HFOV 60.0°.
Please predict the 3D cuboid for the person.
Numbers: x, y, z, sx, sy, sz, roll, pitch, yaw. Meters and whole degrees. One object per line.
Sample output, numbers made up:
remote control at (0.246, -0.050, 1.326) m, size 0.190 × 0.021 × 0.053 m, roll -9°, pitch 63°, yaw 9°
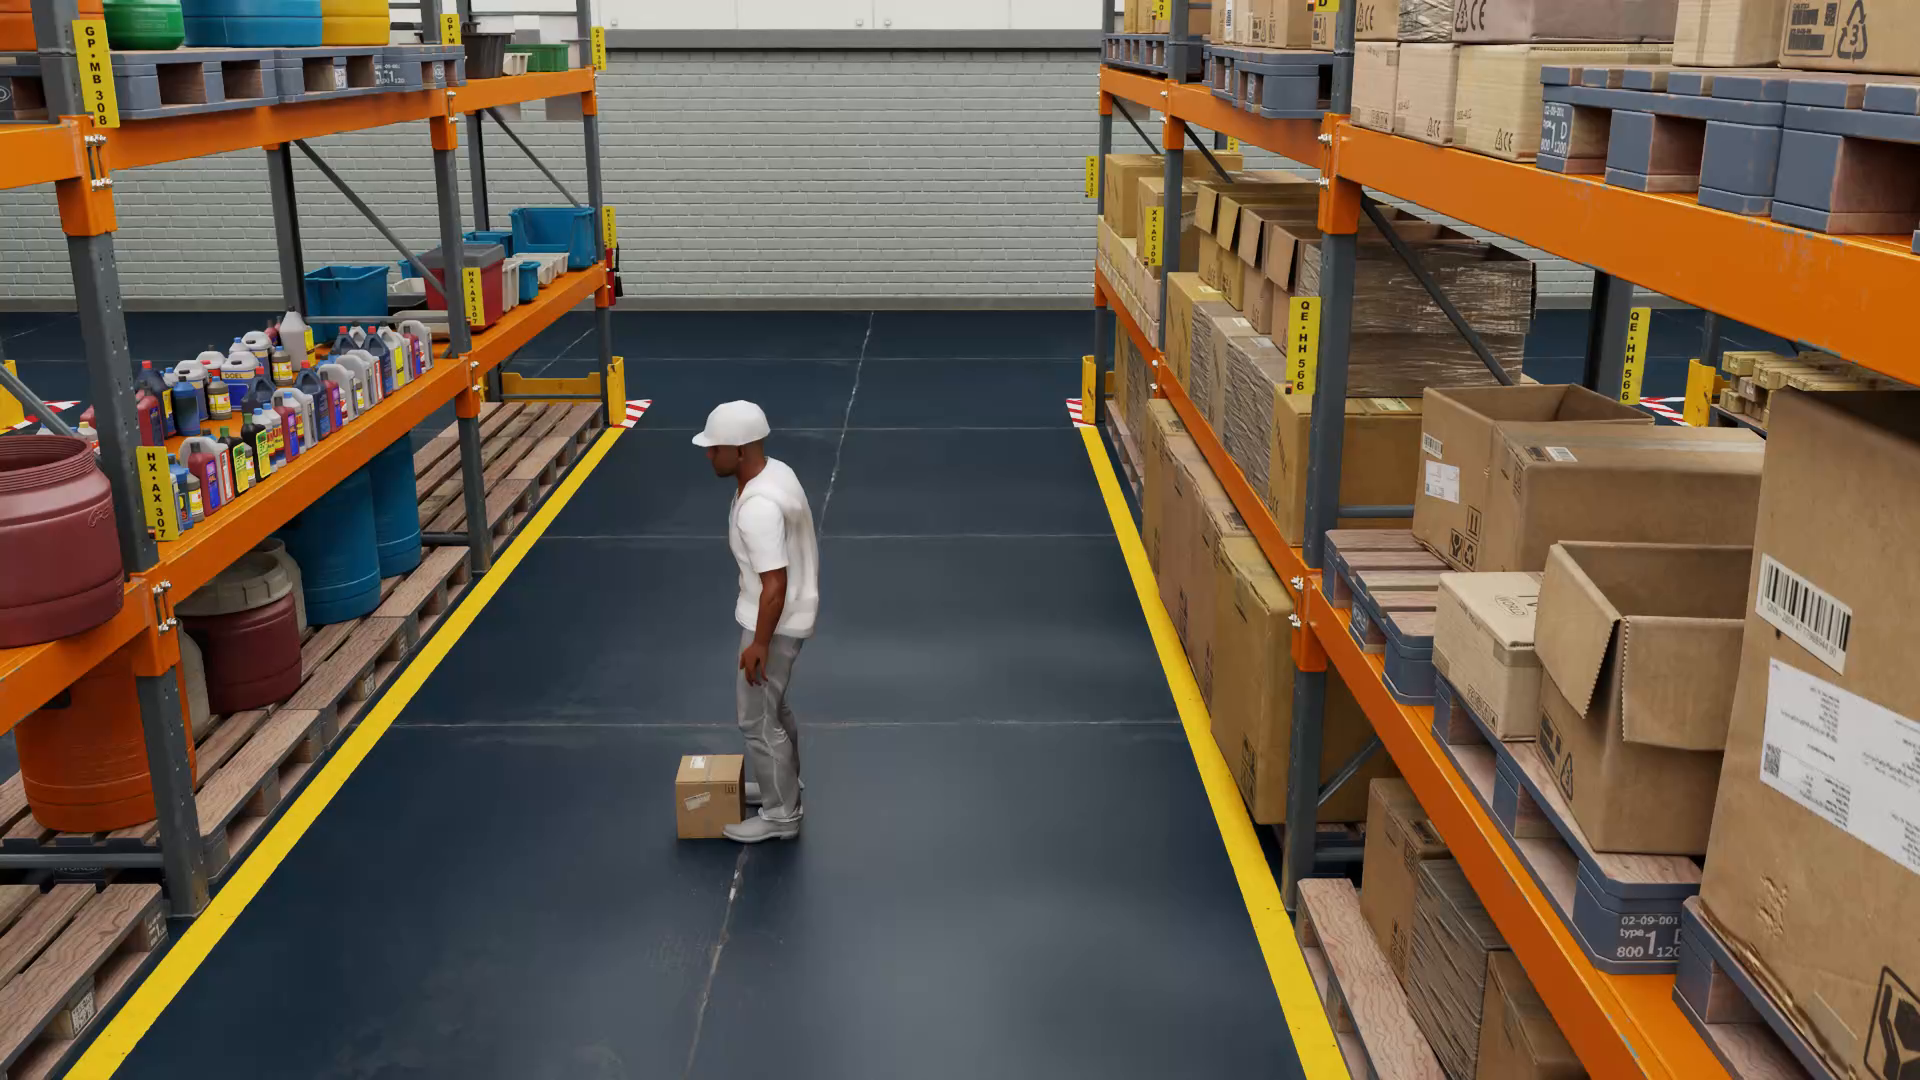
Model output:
person at (-0.777, 0.312, 6.496) m, size 0.461 × 1.759 × 0.631 m, roll -1°, pitch 17°, yaw -4°
